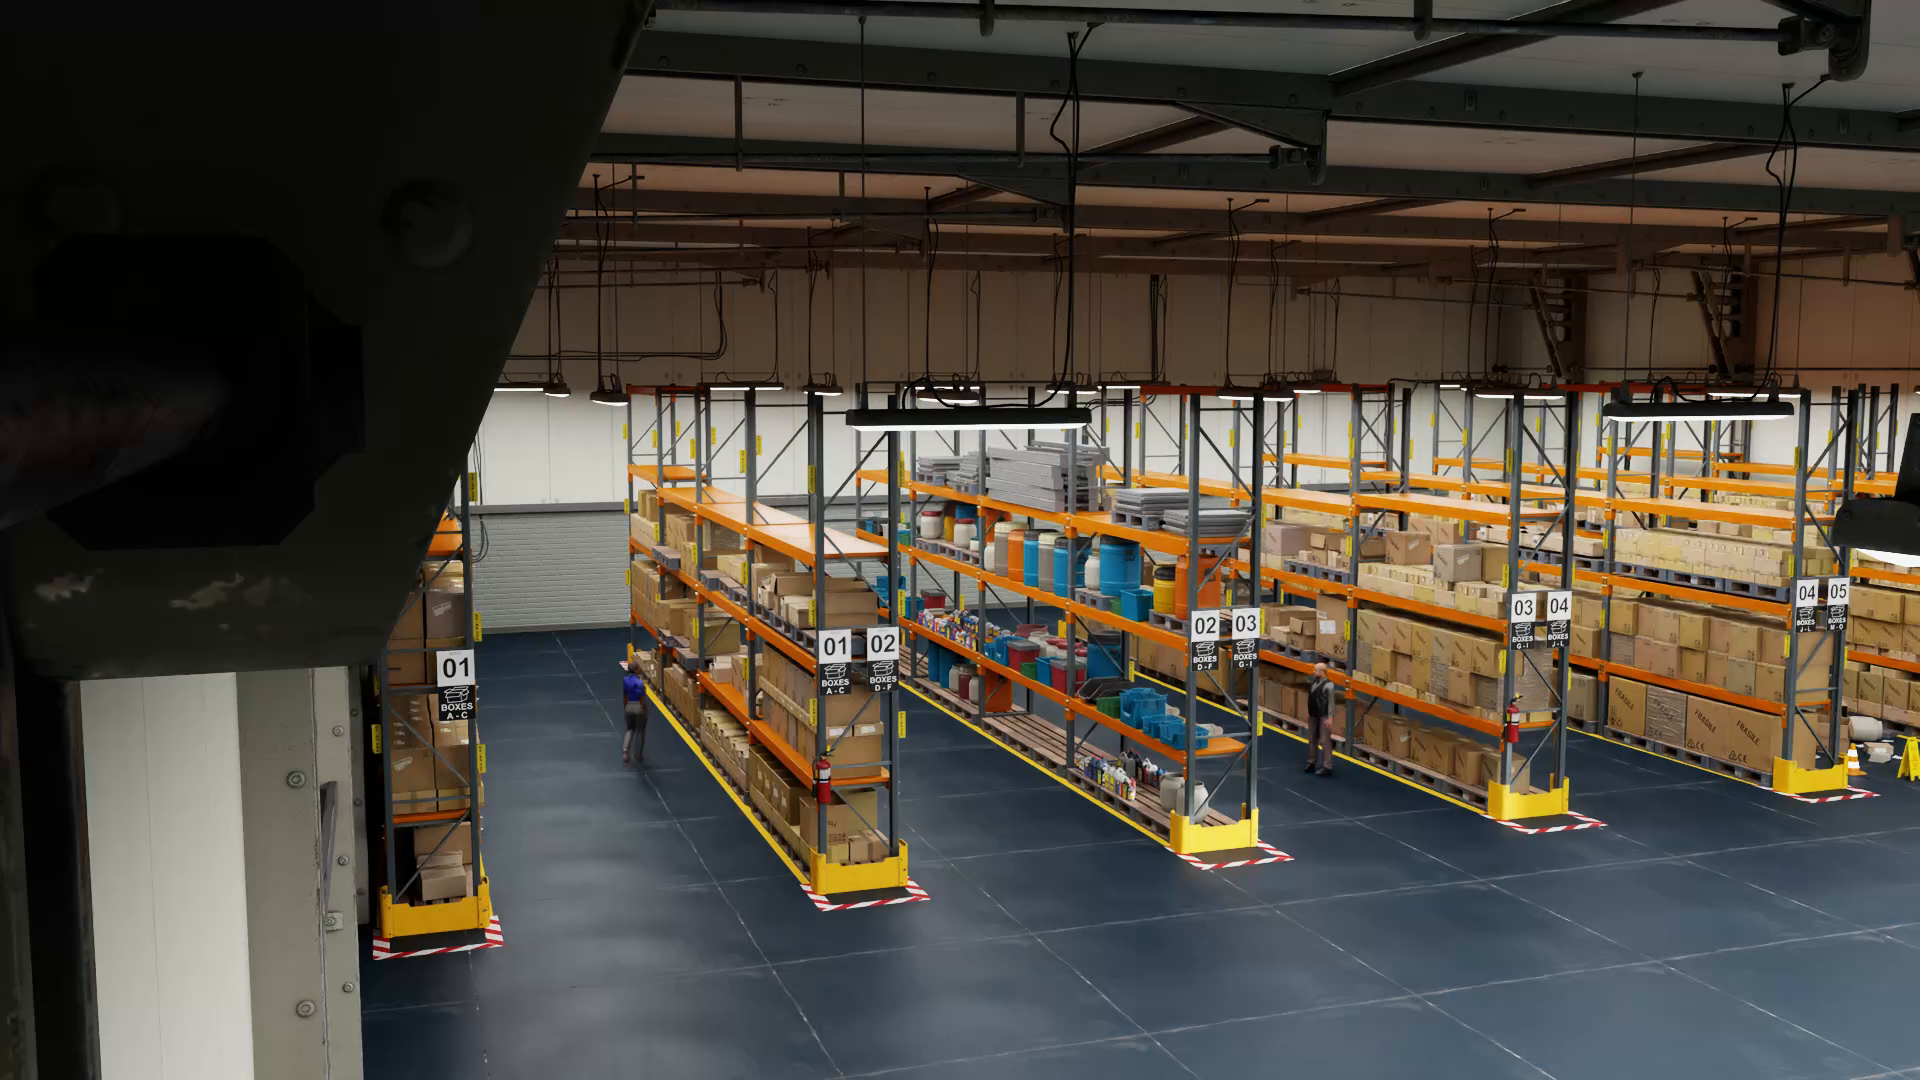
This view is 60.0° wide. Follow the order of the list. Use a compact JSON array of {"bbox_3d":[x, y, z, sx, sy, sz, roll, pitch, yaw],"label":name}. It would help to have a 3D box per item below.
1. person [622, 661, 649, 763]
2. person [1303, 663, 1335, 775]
[{"bbox_3d":[-5.208,2.808,26.596,0.448,1.541,0.485,2,6,15],"label":"person"},{"bbox_3d":[5.624,2.778,26.055,0.421,1.726,0.572,-3,6,-25],"label":"person"}]
